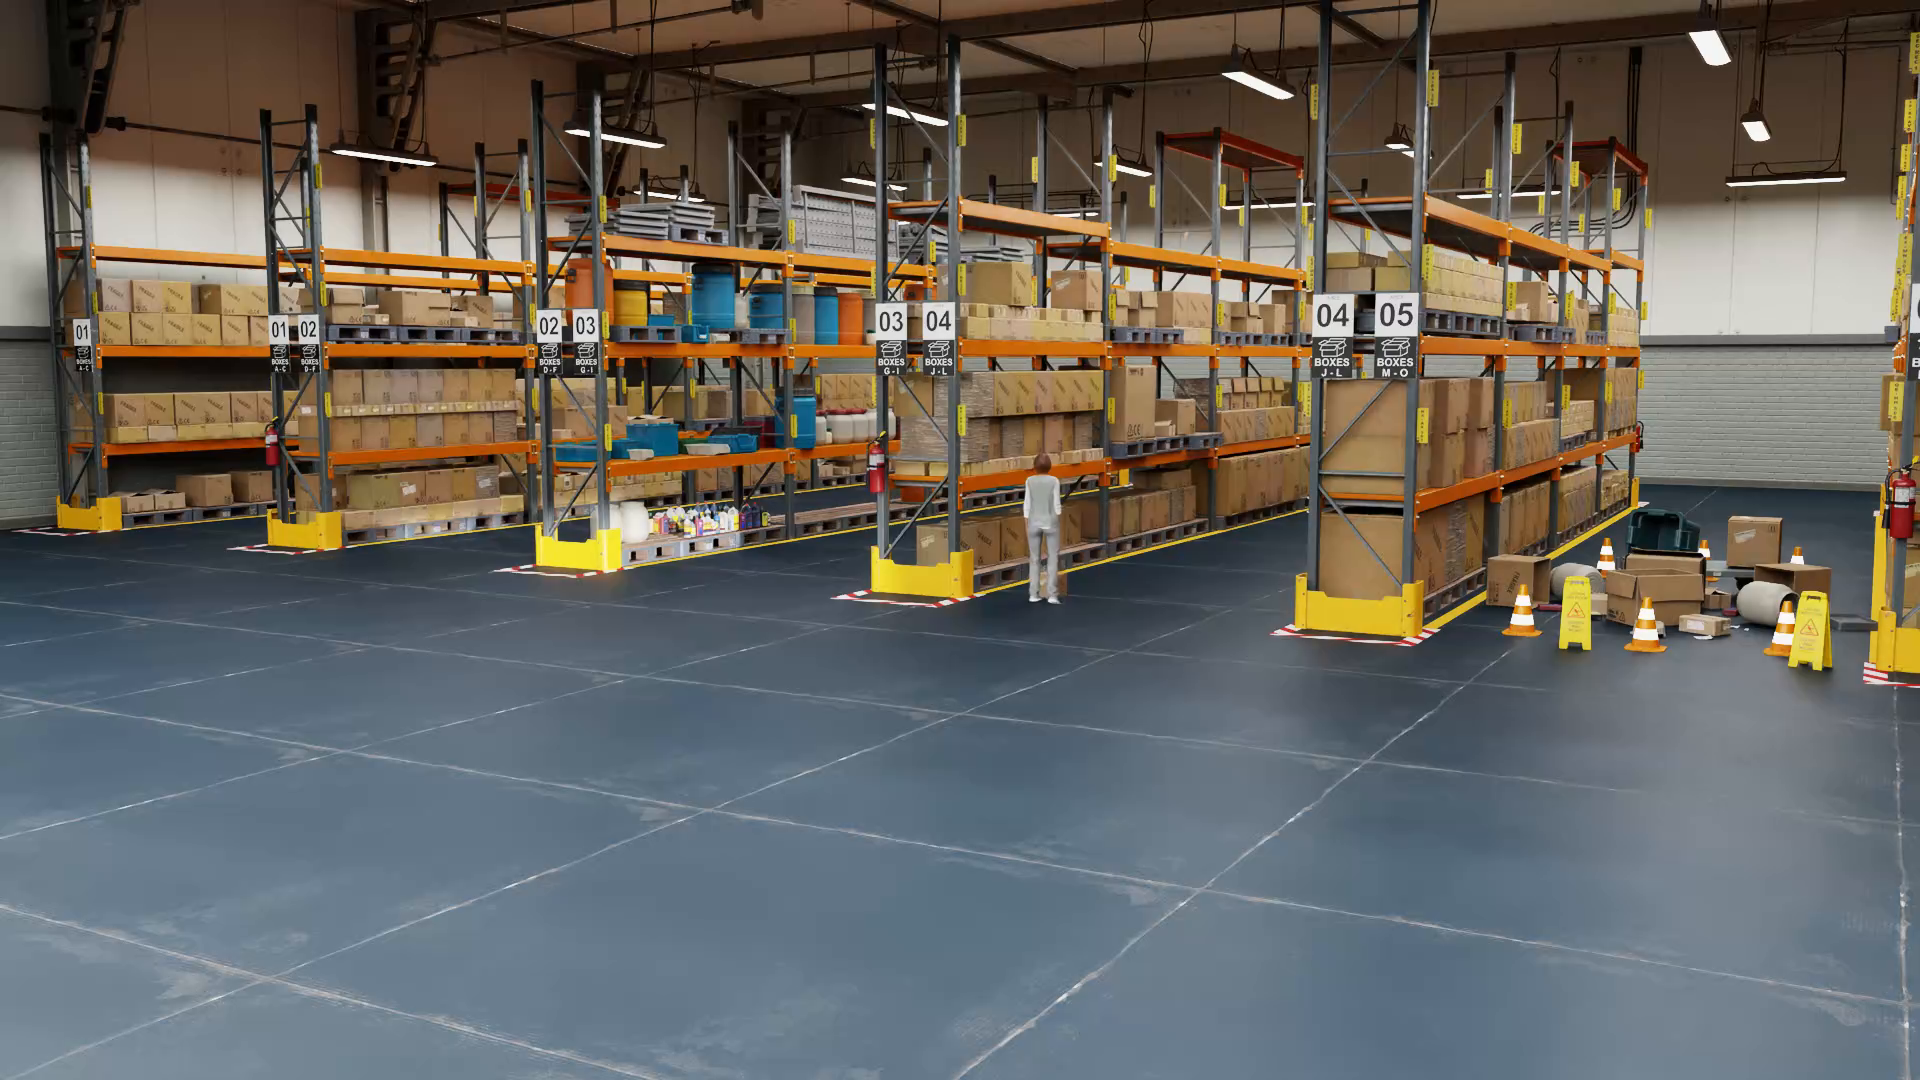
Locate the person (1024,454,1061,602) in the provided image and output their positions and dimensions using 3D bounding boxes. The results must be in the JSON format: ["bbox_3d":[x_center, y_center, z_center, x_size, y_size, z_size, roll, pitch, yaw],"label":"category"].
[{"bbox_3d":[0.877,-0.115,17.760,0.407,1.590,0.305,2,6,14],"label":"person"}]
